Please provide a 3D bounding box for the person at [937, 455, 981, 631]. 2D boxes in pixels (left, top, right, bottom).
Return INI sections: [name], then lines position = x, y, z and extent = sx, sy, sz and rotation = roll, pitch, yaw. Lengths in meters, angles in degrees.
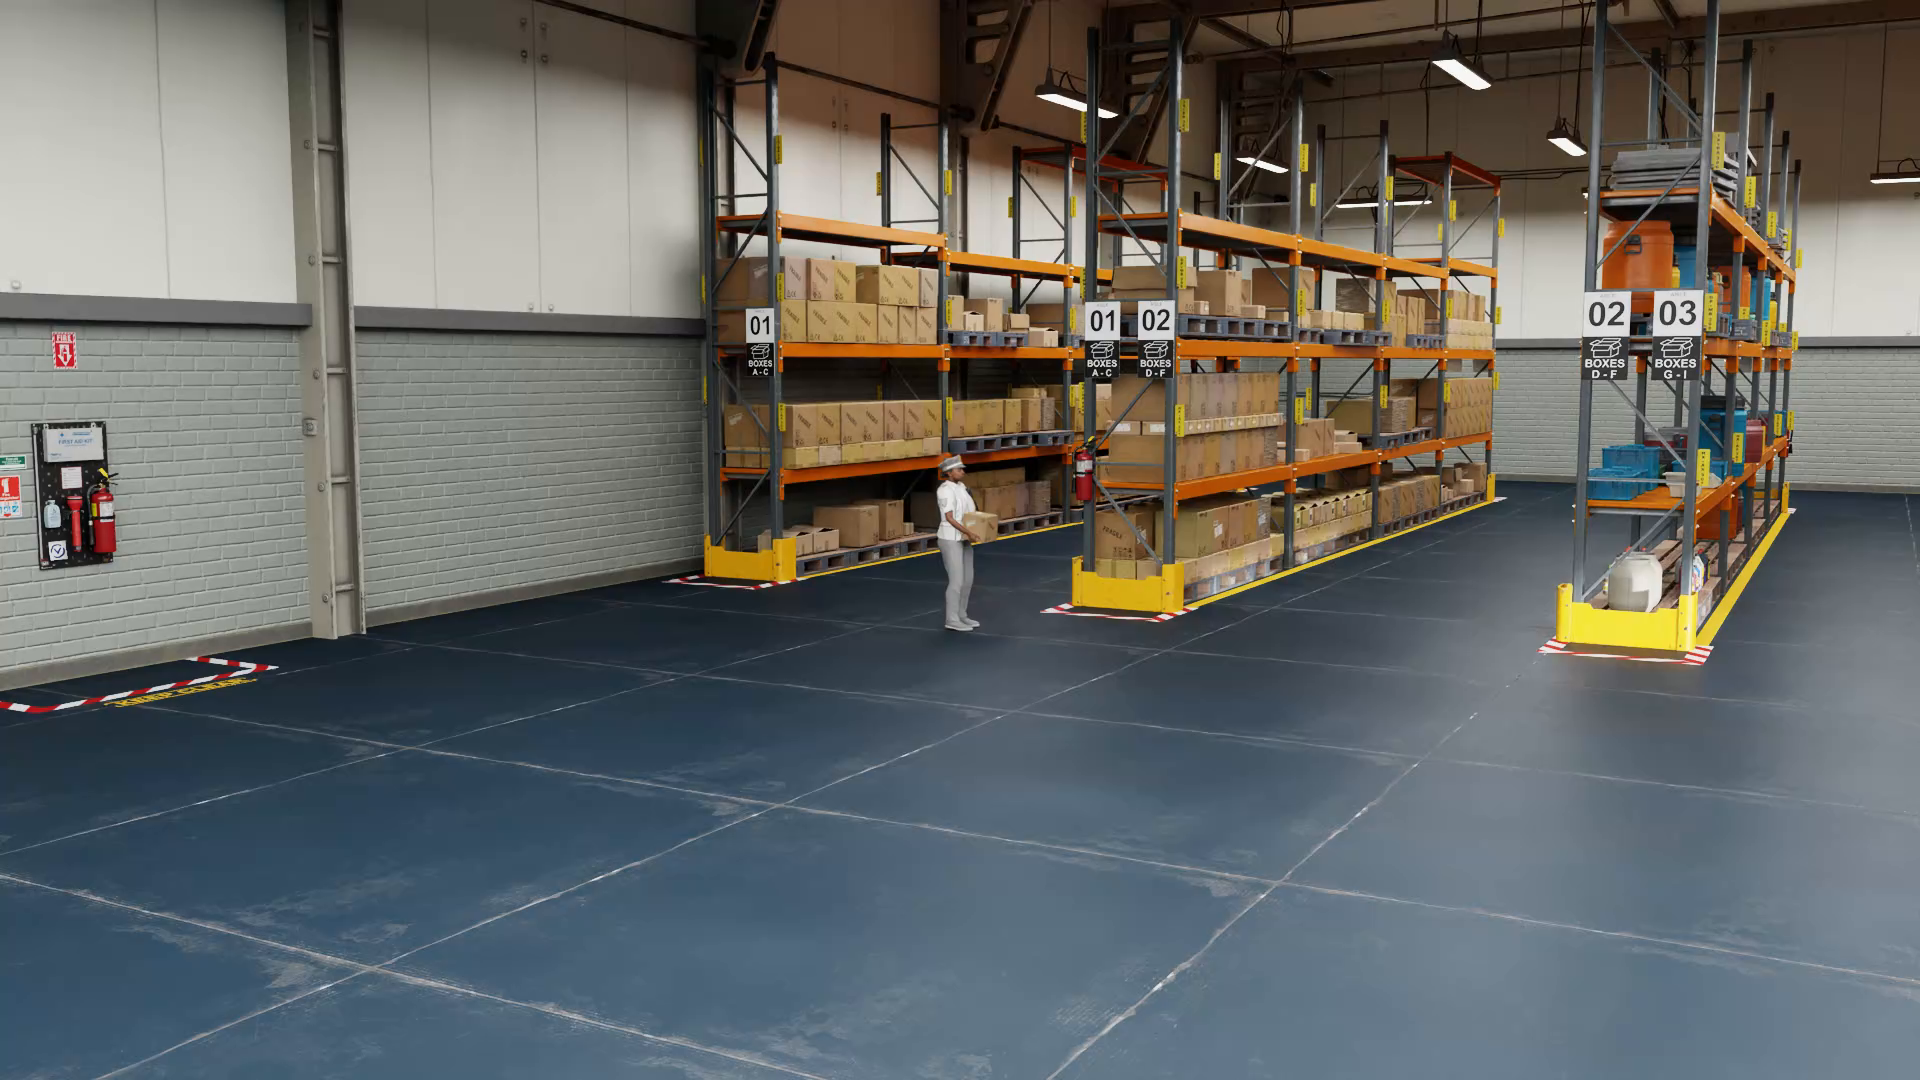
[person]
position = 0.031, 0.020, 16.065
extent = 0.539, 1.687, 0.450
rotation = 3, 7, 30
